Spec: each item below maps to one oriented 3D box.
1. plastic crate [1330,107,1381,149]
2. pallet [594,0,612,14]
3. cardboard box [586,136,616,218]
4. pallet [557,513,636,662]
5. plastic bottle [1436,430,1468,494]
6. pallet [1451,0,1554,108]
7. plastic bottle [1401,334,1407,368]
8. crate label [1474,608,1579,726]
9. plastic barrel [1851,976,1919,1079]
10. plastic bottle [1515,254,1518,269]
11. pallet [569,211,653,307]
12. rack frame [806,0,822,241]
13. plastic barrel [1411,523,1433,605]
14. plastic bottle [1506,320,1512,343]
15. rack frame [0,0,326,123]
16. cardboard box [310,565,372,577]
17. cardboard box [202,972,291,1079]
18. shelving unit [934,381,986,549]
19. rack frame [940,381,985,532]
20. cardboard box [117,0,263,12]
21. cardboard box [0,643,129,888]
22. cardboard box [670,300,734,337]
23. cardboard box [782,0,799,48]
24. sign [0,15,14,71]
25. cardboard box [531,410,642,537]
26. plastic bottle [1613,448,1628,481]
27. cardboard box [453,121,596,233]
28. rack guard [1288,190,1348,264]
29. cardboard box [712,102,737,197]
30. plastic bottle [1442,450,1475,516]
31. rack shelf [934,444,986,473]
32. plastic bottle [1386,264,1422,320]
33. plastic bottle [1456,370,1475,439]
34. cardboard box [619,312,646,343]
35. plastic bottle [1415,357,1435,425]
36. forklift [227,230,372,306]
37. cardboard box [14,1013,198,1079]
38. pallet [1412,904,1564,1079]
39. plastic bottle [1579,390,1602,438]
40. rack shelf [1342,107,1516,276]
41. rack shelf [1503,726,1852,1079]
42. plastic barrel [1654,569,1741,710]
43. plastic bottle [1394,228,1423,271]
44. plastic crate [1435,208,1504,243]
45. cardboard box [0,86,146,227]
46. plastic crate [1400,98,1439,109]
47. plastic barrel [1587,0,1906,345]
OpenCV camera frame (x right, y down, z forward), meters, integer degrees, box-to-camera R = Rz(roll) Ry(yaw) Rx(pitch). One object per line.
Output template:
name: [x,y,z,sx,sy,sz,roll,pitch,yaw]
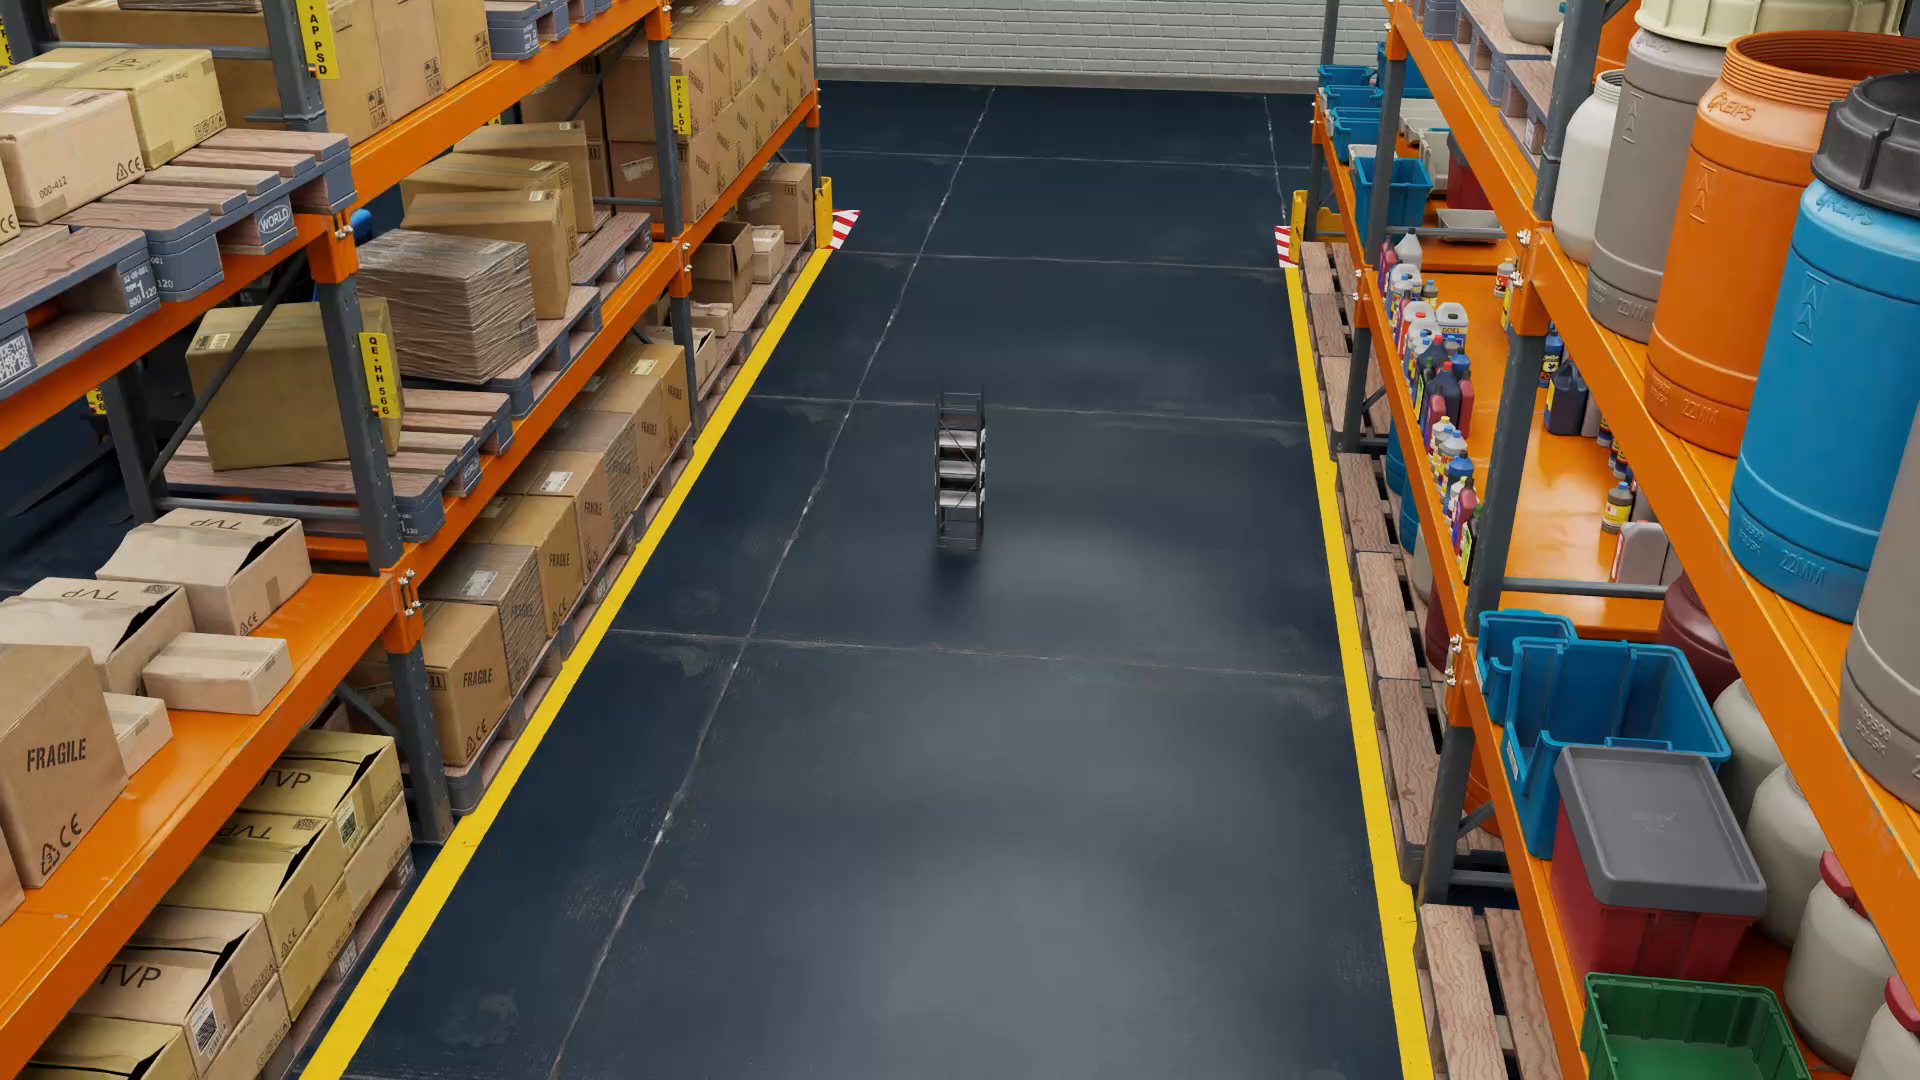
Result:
plastic crate: [2.748,-2.820,11.434,0.416,0.233,0.300,3,28,6]
pallet: [-2.289,-2.925,8.553,1.213,0.211,1.003,3,28,6]
cardboard box: [-2.332,-2.285,10.223,0.500,0.500,0.500,4,29,7]
pallet: [-2.348,0.198,8.660,1.003,0.211,1.213,3,28,6]
plastic bottle: [2.021,-0.322,6.820,0.097,0.271,0.097,0,28,0]
pallet: [2.642,-2.030,6.891,1.003,0.211,1.213,3,28,6]
plastic bottle: [2.187,-0.929,8.021,0.097,0.201,0.097,0,28,0]
crate label: [1.863,0.432,5.462,0.303,0.233,0.416,3,28,6]
plastic barrel: [2.221,1.222,3.676,0.433,0.535,0.433,0,28,0]
plastic bottle: [3.049,-1.442,8.895,0.152,0.276,0.135,3,28,6]
pallet: [-2.345,-1.536,9.141,1.003,0.211,1.213,3,28,6]
rack frame: [-1.649,-3.873,13.277,1.000,3.000,0.127,3,28,6]
plastic barrel: [2.448,0.059,8.159,0.421,0.512,0.421,0,28,0]
plastic bottle: [2.823,-1.149,8.272,0.144,0.351,0.185,3,28,6]
rack frame: [-2.629,-2.749,4.864,1.000,3.000,0.127,3,28,6]
cardboard box: [-2.745,-0.012,7.490,0.500,0.250,0.500,4,29,8]
cardboard box: [-2.576,1.659,5.464,0.500,0.250,0.500,4,29,7]
shelving unit: [0.001,-0.400,9.044,0.258,0.900,0.210,3,28,6]
rack frame: [0.013,-0.448,9.132,0.240,0.900,0.006,3,28,6]
cardboard box: [-2.569,-2.117,5.695,0.500,0.500,0.500,3,28,6]
cardboard box: [-2.818,0.639,4.796,0.500,0.500,0.500,2,28,3]
cardboard box: [-1.777,-1.530,11.450,0.380,0.166,0.250,3,28,6]
cardboard box: [-1.492,-3.894,12.156,0.500,0.500,0.500,4,29,8]
sign: [-3.167,-1.688,5.513,0.100,0.325,0.005,3,28,6]
cardboard box: [-2.046,-0.367,8.939,0.500,0.500,0.500,4,29,7]
plastic bottle: [2.803,-0.388,6.944,0.097,0.271,0.097,0,28,0]
cardboard box: [-2.419,-2.009,9.269,0.700,0.500,0.500,-6,29,-11]
rack guard: [3.257,-2.495,13.355,1.175,0.500,0.348,3,28,6]
cardboard box: [-1.747,-2.500,10.622,0.500,0.500,0.500,4,29,7]
plastic bottle: [1.997,-0.230,6.650,0.097,0.271,0.097,0,28,0]
rack shelf: [0.001,-0.450,9.017,0.258,0.077,0.200,3,28,6]
plastic bottle: [2.297,-1.278,8.591,0.152,0.276,0.135,3,28,6]
plastic bottle: [2.218,-0.598,7.321,0.061,0.283,0.133,3,28,6]
cardboard box: [-2.351,-1.368,10.799,0.500,0.500,0.500,3,28,6]
plastic bottle: [2.092,-0.670,7.453,0.061,0.283,0.133,3,28,6]
forklift: [-5.937,-1.225,8.433,3.258,2.935,6.269,4,29,7]
cardboard box: [-2.634,1.650,4.889,0.500,0.311,0.500,4,29,8]
pallet: [2.153,1.772,5.738,1.003,0.211,1.213,3,28,6]
plastic bottle: [2.830,-0.601,7.334,0.152,0.276,0.135,3,28,6]
rack shelf: [3.022,-2.412,11.116,0.919,0.124,3.809,3,28,6]
rack shelf: [2.041,1.323,4.109,0.919,0.052,3.809,3,28,6]
plastic barrel: [2.530,0.358,5.279,0.600,0.536,0.708,3,28,6]
plastic bottle: [2.407,-1.513,8.948,0.144,0.351,0.185,3,28,6]
plastic crate: [2.975,-1.822,9.684,0.396,0.136,0.243,3,28,6]
cardboard box: [-2.675,-1.082,4.649,0.500,0.250,0.500,4,29,8]
plastic crate: [3.346,-3.100,12.056,0.396,0.136,0.243,3,28,6]
plastic barrel: [1.970,-0.985,4.225,0.600,0.901,0.600,0,28,0]
